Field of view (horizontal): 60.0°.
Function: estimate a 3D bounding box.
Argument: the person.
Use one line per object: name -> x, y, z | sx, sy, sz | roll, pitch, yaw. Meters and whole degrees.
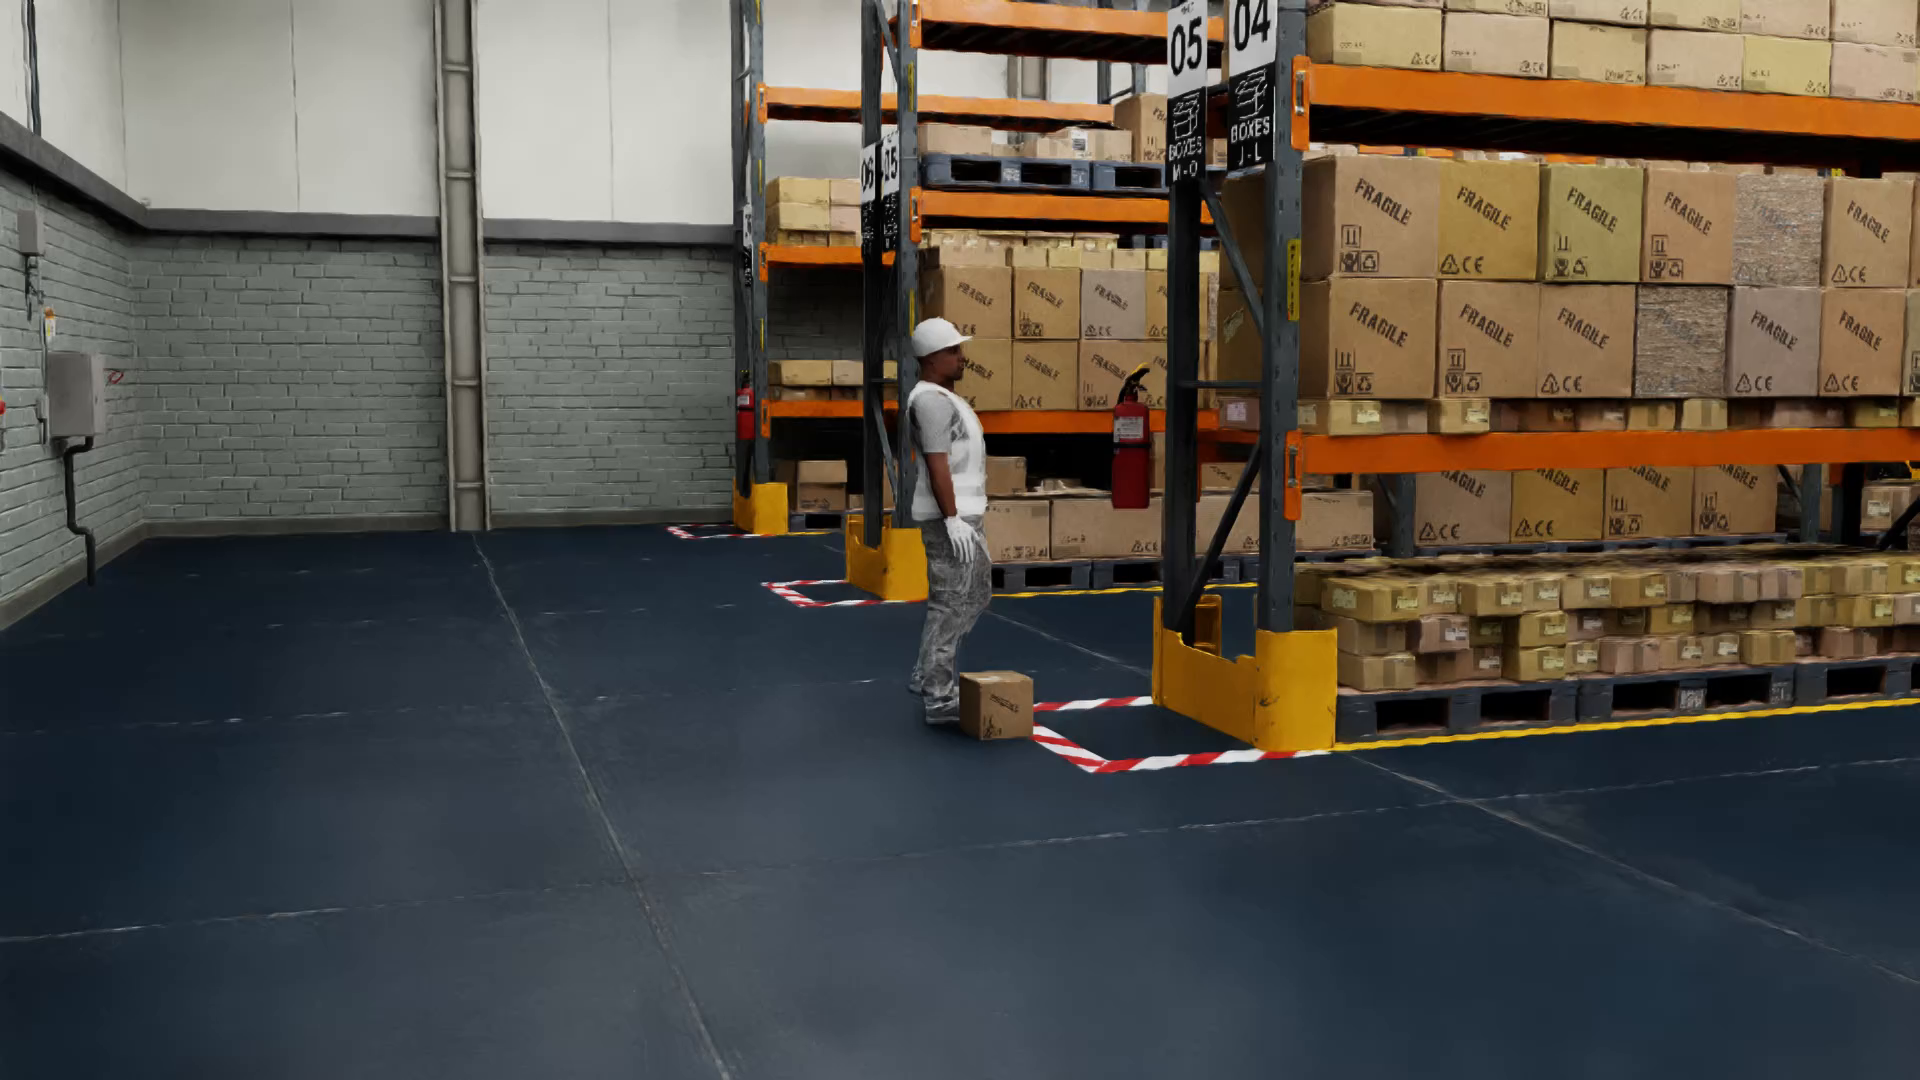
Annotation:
person -> -0.047, -0.089, 7.395 | 0.400, 1.786, 0.585 | 0, 6, 3
